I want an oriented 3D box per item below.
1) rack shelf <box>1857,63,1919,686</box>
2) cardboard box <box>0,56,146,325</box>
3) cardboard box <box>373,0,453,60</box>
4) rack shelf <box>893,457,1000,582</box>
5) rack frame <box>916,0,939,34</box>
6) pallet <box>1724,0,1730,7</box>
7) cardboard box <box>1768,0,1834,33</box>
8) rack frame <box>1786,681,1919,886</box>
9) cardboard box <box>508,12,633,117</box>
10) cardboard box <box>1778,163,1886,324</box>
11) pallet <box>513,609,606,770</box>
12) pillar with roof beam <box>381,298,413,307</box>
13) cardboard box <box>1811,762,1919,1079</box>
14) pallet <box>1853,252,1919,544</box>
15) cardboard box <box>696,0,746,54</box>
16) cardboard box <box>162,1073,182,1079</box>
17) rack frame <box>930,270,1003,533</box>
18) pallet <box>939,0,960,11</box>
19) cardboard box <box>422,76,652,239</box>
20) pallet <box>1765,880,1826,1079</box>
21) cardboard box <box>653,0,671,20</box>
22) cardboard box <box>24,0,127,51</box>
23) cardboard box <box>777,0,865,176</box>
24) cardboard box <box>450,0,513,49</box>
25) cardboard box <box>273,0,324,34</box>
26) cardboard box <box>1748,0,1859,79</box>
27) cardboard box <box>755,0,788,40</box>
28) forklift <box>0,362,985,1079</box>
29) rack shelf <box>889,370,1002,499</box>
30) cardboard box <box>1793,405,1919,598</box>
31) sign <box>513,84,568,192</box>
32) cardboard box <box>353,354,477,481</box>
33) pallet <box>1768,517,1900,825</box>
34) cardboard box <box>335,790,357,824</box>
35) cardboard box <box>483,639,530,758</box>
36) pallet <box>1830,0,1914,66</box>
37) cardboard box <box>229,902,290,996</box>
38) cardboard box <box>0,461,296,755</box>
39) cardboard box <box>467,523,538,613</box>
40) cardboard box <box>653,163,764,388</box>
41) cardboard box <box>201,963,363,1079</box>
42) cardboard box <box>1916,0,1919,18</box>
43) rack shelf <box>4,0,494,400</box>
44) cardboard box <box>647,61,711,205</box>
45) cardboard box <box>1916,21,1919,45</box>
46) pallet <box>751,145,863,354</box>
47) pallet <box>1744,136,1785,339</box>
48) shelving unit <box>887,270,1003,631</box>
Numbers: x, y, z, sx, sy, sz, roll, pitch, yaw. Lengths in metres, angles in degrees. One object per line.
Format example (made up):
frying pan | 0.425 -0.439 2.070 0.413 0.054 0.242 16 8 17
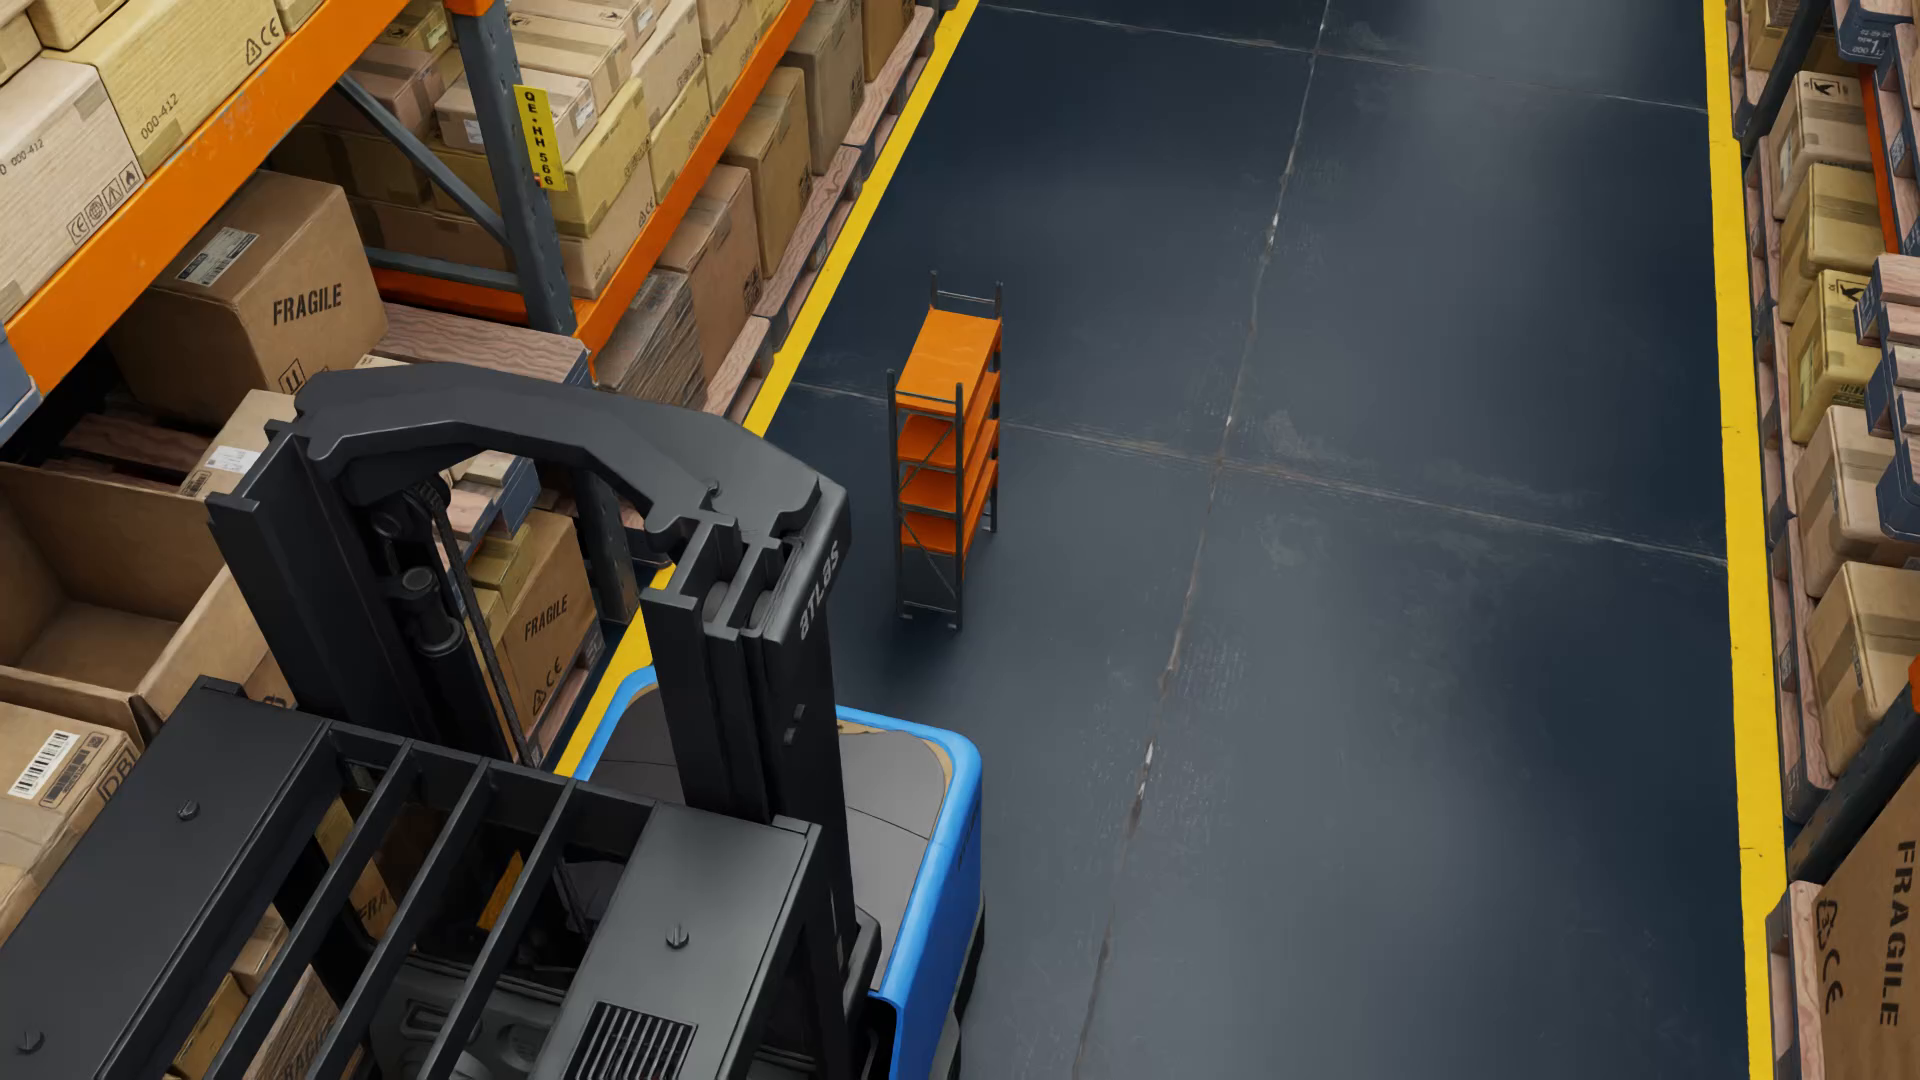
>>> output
rack shelf | 3.658 -1.055 5.661 1.077 0.370 4.000 12 50 10
cardboard box | -1.822 -0.622 2.897 0.500 0.250 0.500 12 50 10
cardboard box | -1.807 -1.558 5.125 0.380 0.149 0.250 13 50 11
rack shelf | -0.044 -0.101 5.894 0.258 0.148 0.480 12 50 10
rack frame | -0.605 -3.717 7.530 1.000 3.000 0.127 12 50 10
pallet | 4.646 -3.195 8.929 1.003 0.211 1.213 12 50 10
cardboard box | 4.081 -2.698 7.684 0.500 0.500 0.500 11 49 10
rack frame | 3.131 0.153 4.114 1.000 3.000 0.127 12 50 10
cardboard box | -1.221 -1.437 5.018 0.380 0.149 0.250 13 50 11
cardboard box | 3.863 -1.109 6.701 0.950 0.372 0.625 14 50 12
pallet | -1.891 0.632 5.552 1.003 0.211 1.213 12 50 10
pillar with roof beam | 1.969 -3.080 2.966 9.100 9.000 0.400 12 50 10
cardboard box | 2.869 1.201 4.327 0.875 0.875 0.875 11 50 10
pallet | 3.216 -0.320 4.660 1.213 0.211 1.003 12 50 10
cardboard box | -1.018 -1.949 5.736 0.500 0.250 0.500 10 49 9
cardboard box | -2.077 1.379 3.986 0.380 0.149 0.250 13 50 11
rack frame | 0.021 -0.454 5.850 0.240 1.200 0.015 12 50 10
pallet | -0.356 -3.361 9.076 1.003 0.211 1.213 12 50 10
cardboard box | -1.282 -1.207 5.081 0.500 0.250 0.500 12 50 10
pallet | 2.851 1.631 4.669 1.003 0.211 1.213 12 50 10
cardboard box | -1.122 -1.820 5.356 0.380 0.149 0.250 12 50 10
cardboard box | -1.723 -1.037 2.998 0.380 0.149 0.250 12 50 10
cardboard box | -0.944 -2.131 7.434 0.875 0.625 0.625 11 50 10
cardboard box | -1.675 -1.689 5.507 0.500 0.250 0.500 12 50 10
cardboard box | -1.559 -1.347 3.538 0.500 0.250 0.500 10 49 9
cardboard box | 4.081 -2.450 7.965 0.500 0.250 0.500 14 50 12
cardboard box | -0.902 -2.158 6.254 0.500 0.250 0.500 13 50 11
forklift | -0.813 1.229 3.210 1.130 2.935 3.031 12 50 10
rack shelf | -0.044 -0.381 5.577 0.258 0.148 0.480 12 50 10
cardboard box | 3.476 -0.058 5.773 0.950 0.372 0.625 11 49 9
sign | -1.132 -1.080 4.483 0.100 0.325 0.005 12 50 10
cardboard box | -1.461 -0.329 4.427 0.380 0.149 0.250 12 50 11
pallet | 3.339 0.511 5.658 1.003 0.211 1.213 12 50 10
cardboard box | -1.811 0.624 4.653 0.380 0.149 0.250 13 50 11
cardboard box | -1.704 0.573 5.131 0.500 0.500 0.500 11 49 9
pallet | 3.843 -2.152 6.277 1.003 0.211 1.213 12 50 10
cardboard box | -1.920 1.011 4.312 0.380 0.149 0.250 9 49 8
cardboard box | -1.909 0.220 3.706 0.797 0.503 0.637 11 49 9
cardboard box | -1.544 0.057 5.153 0.380 0.149 0.250 9 49 8
cardboard box | -1.316 -1.099 6.523 0.875 0.625 0.625 13 50 11
cardboard box | -1.958 1.331 4.462 0.500 0.500 0.500 10 49 9
cardboard box | 3.510 -2.011 5.479 0.500 0.500 0.500 11 50 10
rack shelf | -2.185 -0.131 2.845 1.077 0.370 4.000 12 50 10
cardboard box | -1.169 -1.409 5.593 0.500 0.250 0.500 11 49 9
cardboard box | 3.484 -1.703 5.640 0.380 0.149 0.250 12 50 10
pallet | -1.081 -1.368 7.317 1.003 0.211 1.213 12 50 10
pallet | 3.981 -1.254 7.216 1.003 0.211 1.213 12 50 10
shelving unit | -0.044 -0.277 5.694 0.258 1.200 0.503 12 50 10
